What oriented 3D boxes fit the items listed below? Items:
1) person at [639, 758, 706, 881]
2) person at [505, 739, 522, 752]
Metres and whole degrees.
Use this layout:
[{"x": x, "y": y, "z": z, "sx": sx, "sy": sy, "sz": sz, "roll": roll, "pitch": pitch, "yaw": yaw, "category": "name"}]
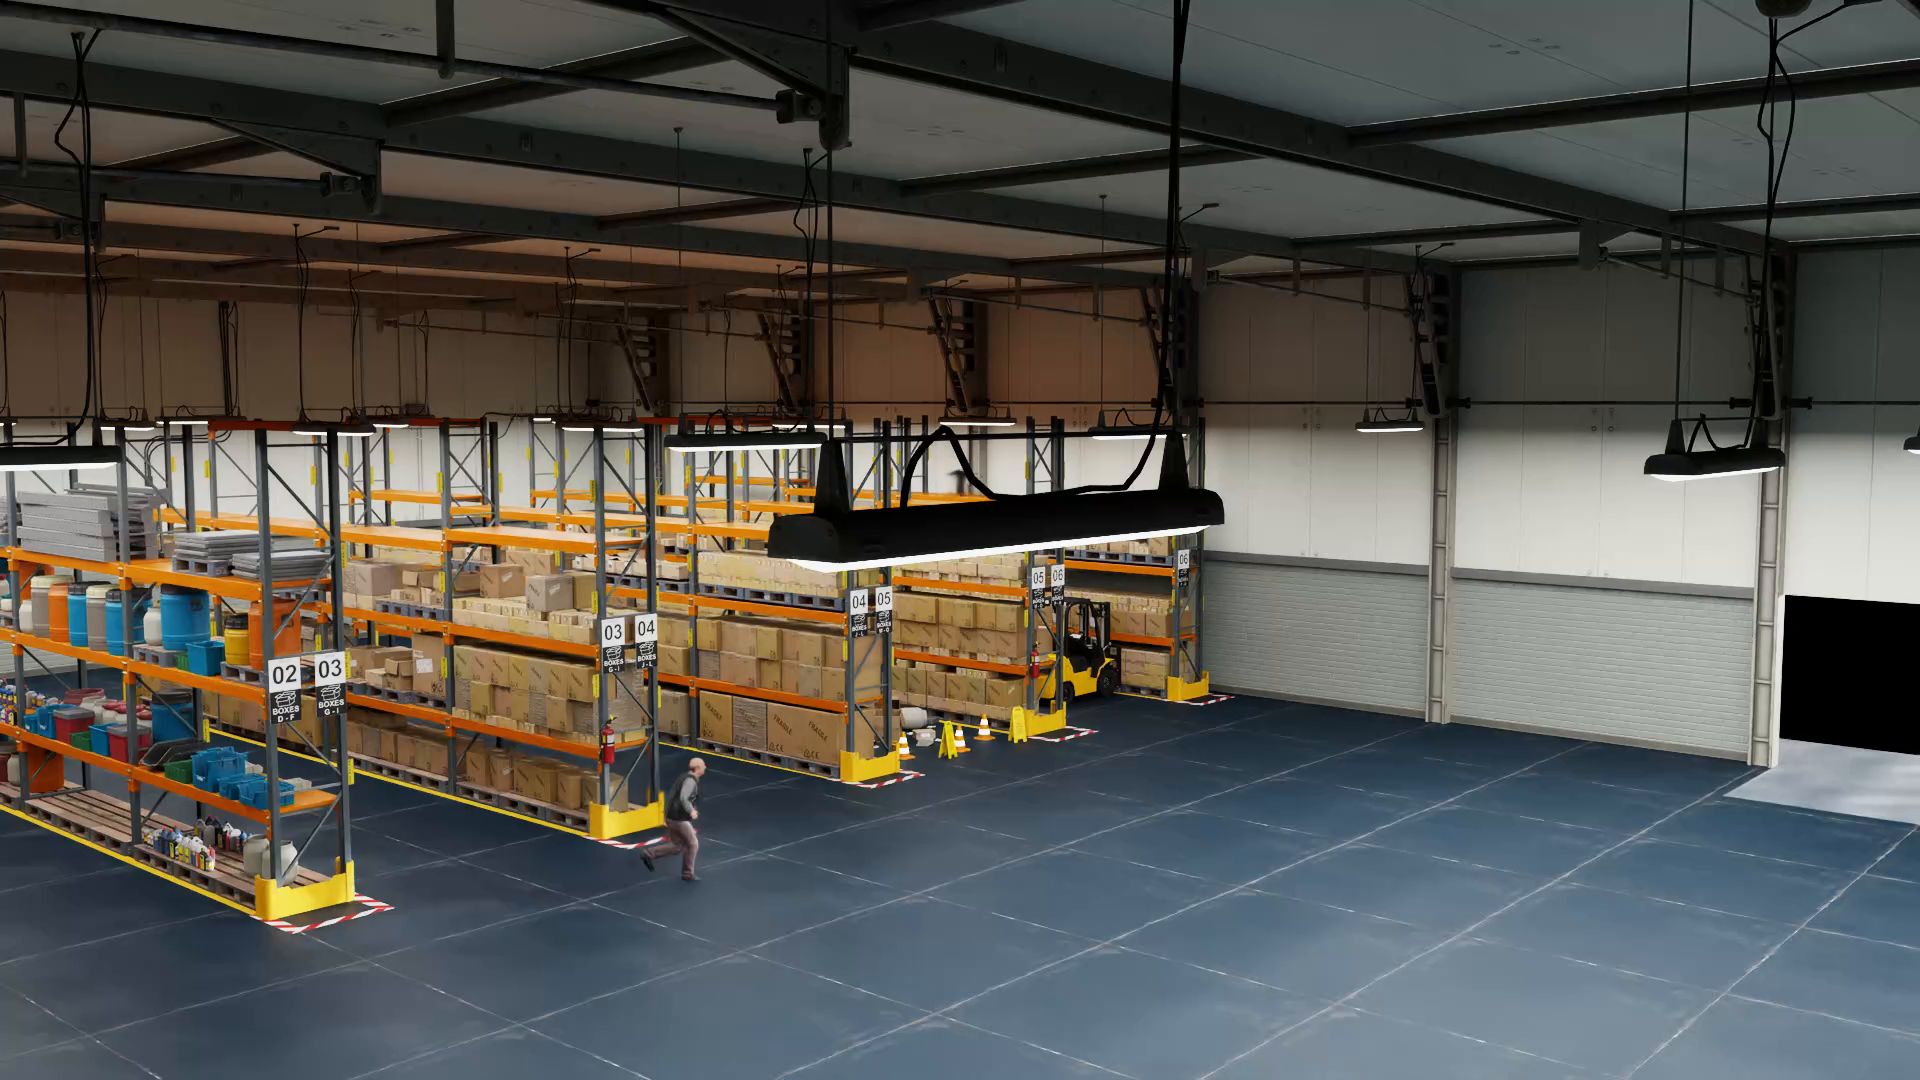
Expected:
[{"x": -3.770, "y": 3.714, "z": 21.855, "sx": 0.890, "sy": 1.671, "sz": 0.659, "roll": -1, "pitch": 5, "yaw": -14, "category": "person"}, {"x": -7.805, "y": 3.120, "z": 29.340, "sx": 0.719, "sy": 1.555, "sz": 0.589, "roll": 1, "pitch": 5, "yaw": 9, "category": "person"}]
